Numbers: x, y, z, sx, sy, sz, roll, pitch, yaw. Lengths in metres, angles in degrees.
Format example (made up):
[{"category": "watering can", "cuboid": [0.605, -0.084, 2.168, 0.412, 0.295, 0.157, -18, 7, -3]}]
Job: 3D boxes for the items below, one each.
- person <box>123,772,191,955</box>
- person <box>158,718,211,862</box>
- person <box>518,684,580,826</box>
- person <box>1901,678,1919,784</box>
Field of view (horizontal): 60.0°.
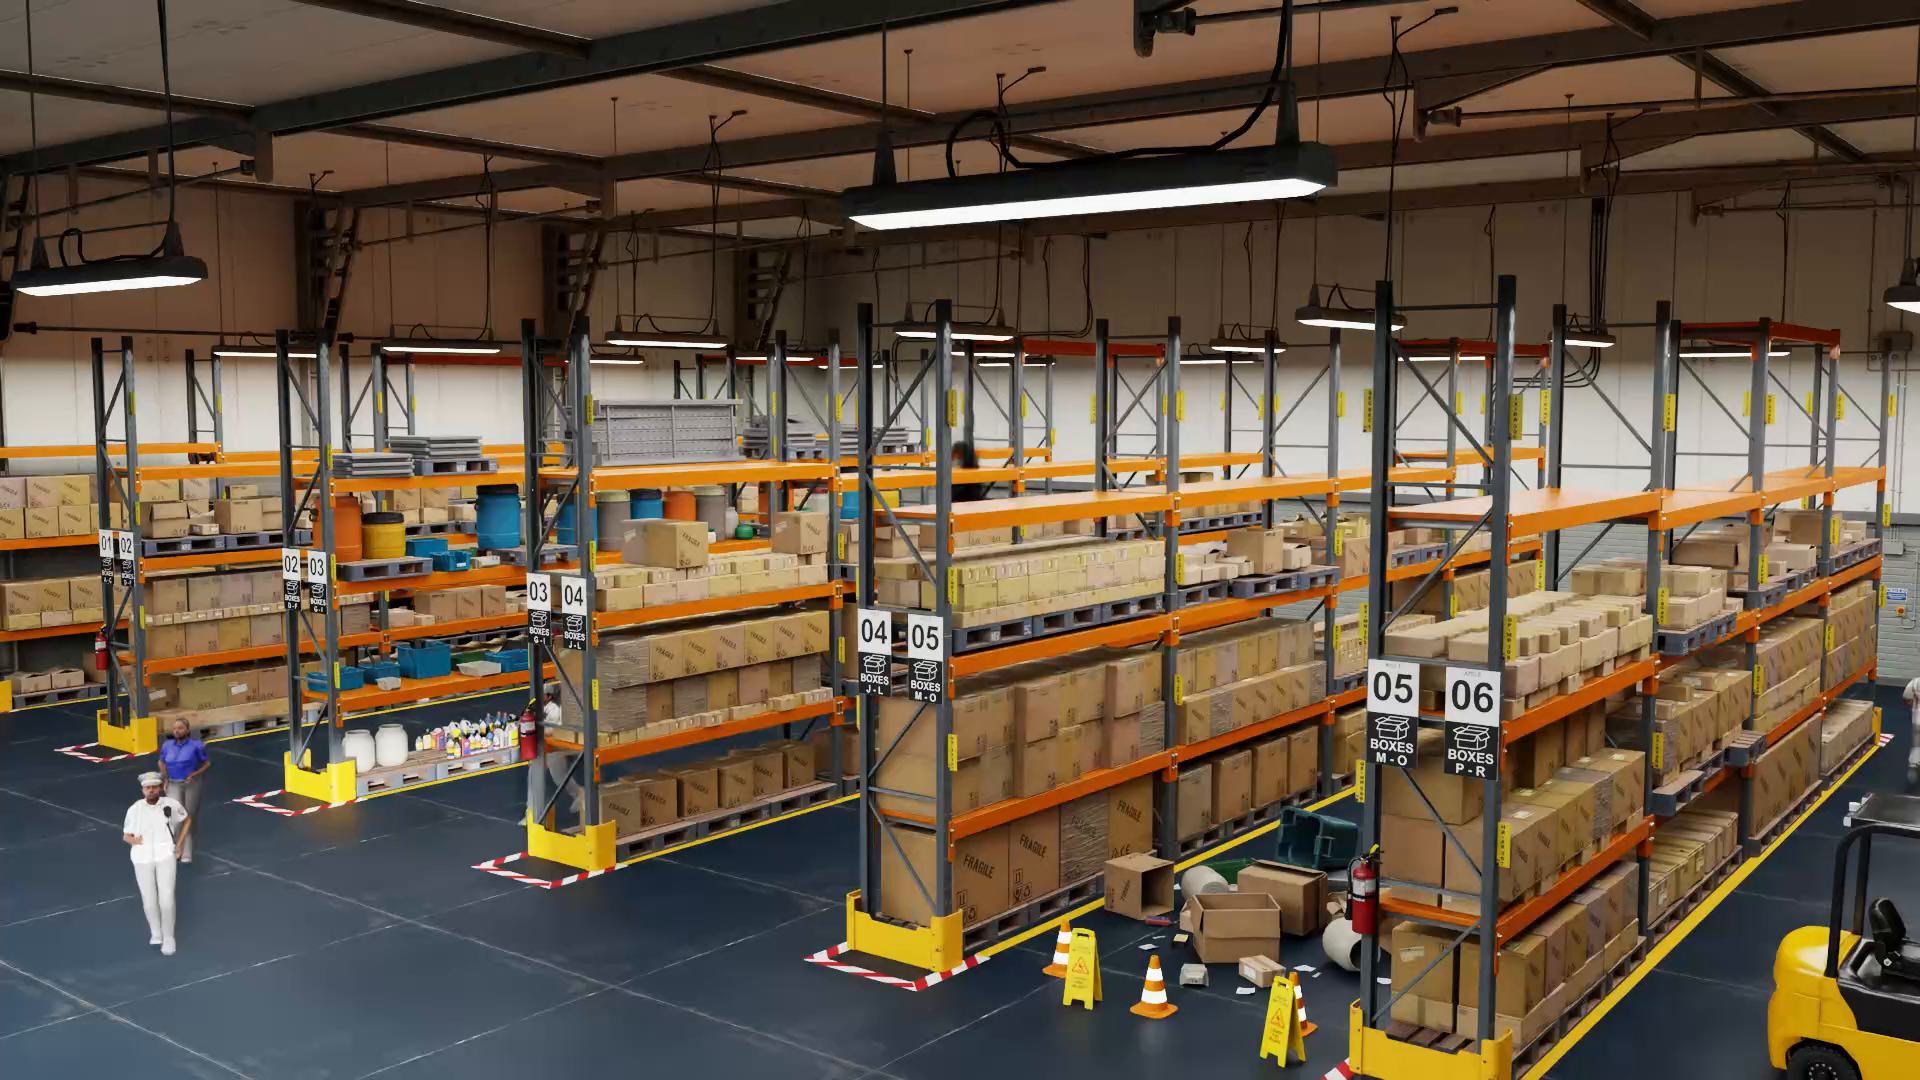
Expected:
[{"category": "person", "cuboid": [-7.435, 2.993, 15.392, 0.555, 1.727, 0.660, -2, 5, -19]}, {"category": "person", "cuboid": [-8.544, 2.806, 18.291, 0.536, 1.534, 0.582, -2, 5, -17]}, {"category": "person", "cuboid": [-4.974, 2.564, 20.145, 0.599, 1.661, 0.899, 4, 6, 37]}, {"category": "person", "cuboid": [12.728, 2.396, 21.823, 0.672, 1.741, 0.779, 4, 6, 40]}]
